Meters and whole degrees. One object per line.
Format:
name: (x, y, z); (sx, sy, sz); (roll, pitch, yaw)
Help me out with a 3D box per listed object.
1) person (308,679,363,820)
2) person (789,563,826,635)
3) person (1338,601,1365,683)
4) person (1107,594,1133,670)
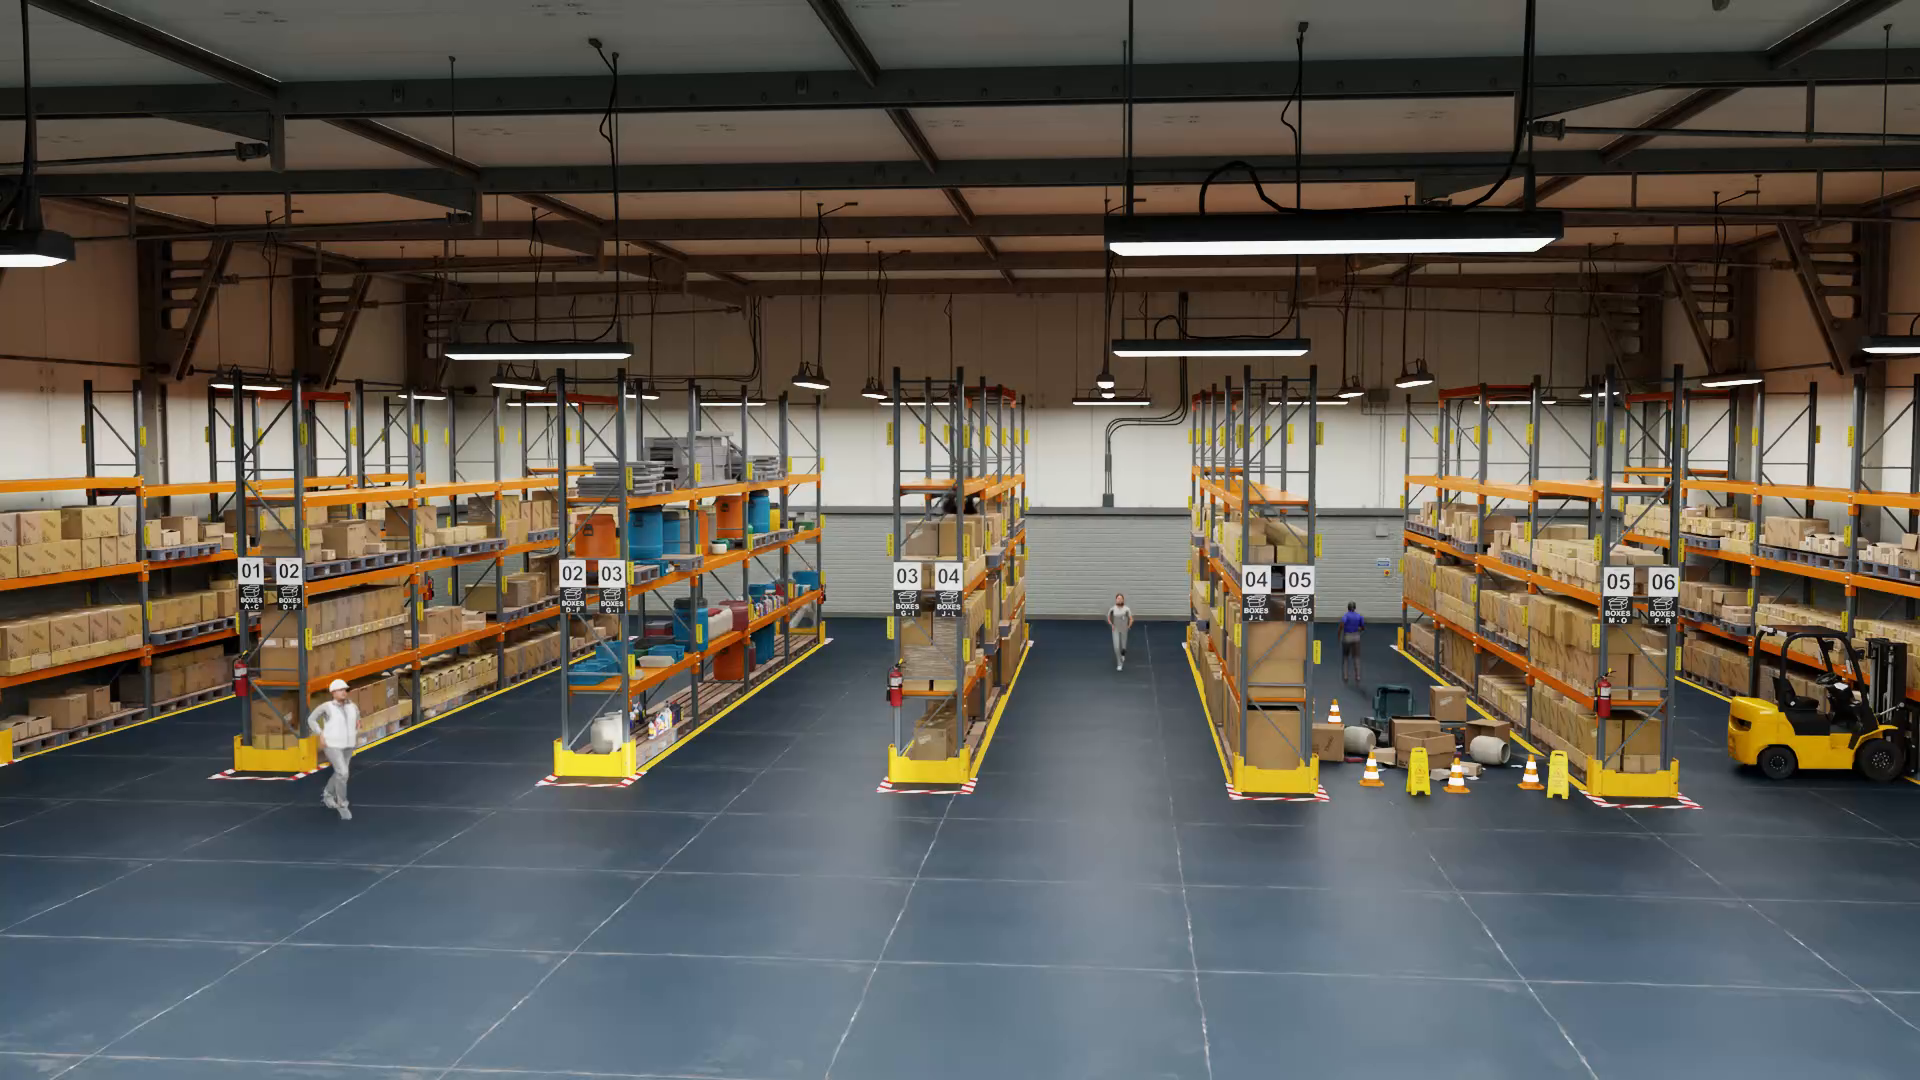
person: (-8.213, 2.755, 21.999); (0.796, 1.837, 0.643); (2, 4, 32)
person: (-3.856, 1.491, 41.906); (0.977, 1.823, 0.647); (1, 4, 17)
person: (7.908, 2.103, 33.605); (0.589, 1.733, 0.758); (0, 4, -2)
person: (3.445, 1.972, 35.844); (0.565, 1.633, 0.599); (0, 4, 7)
